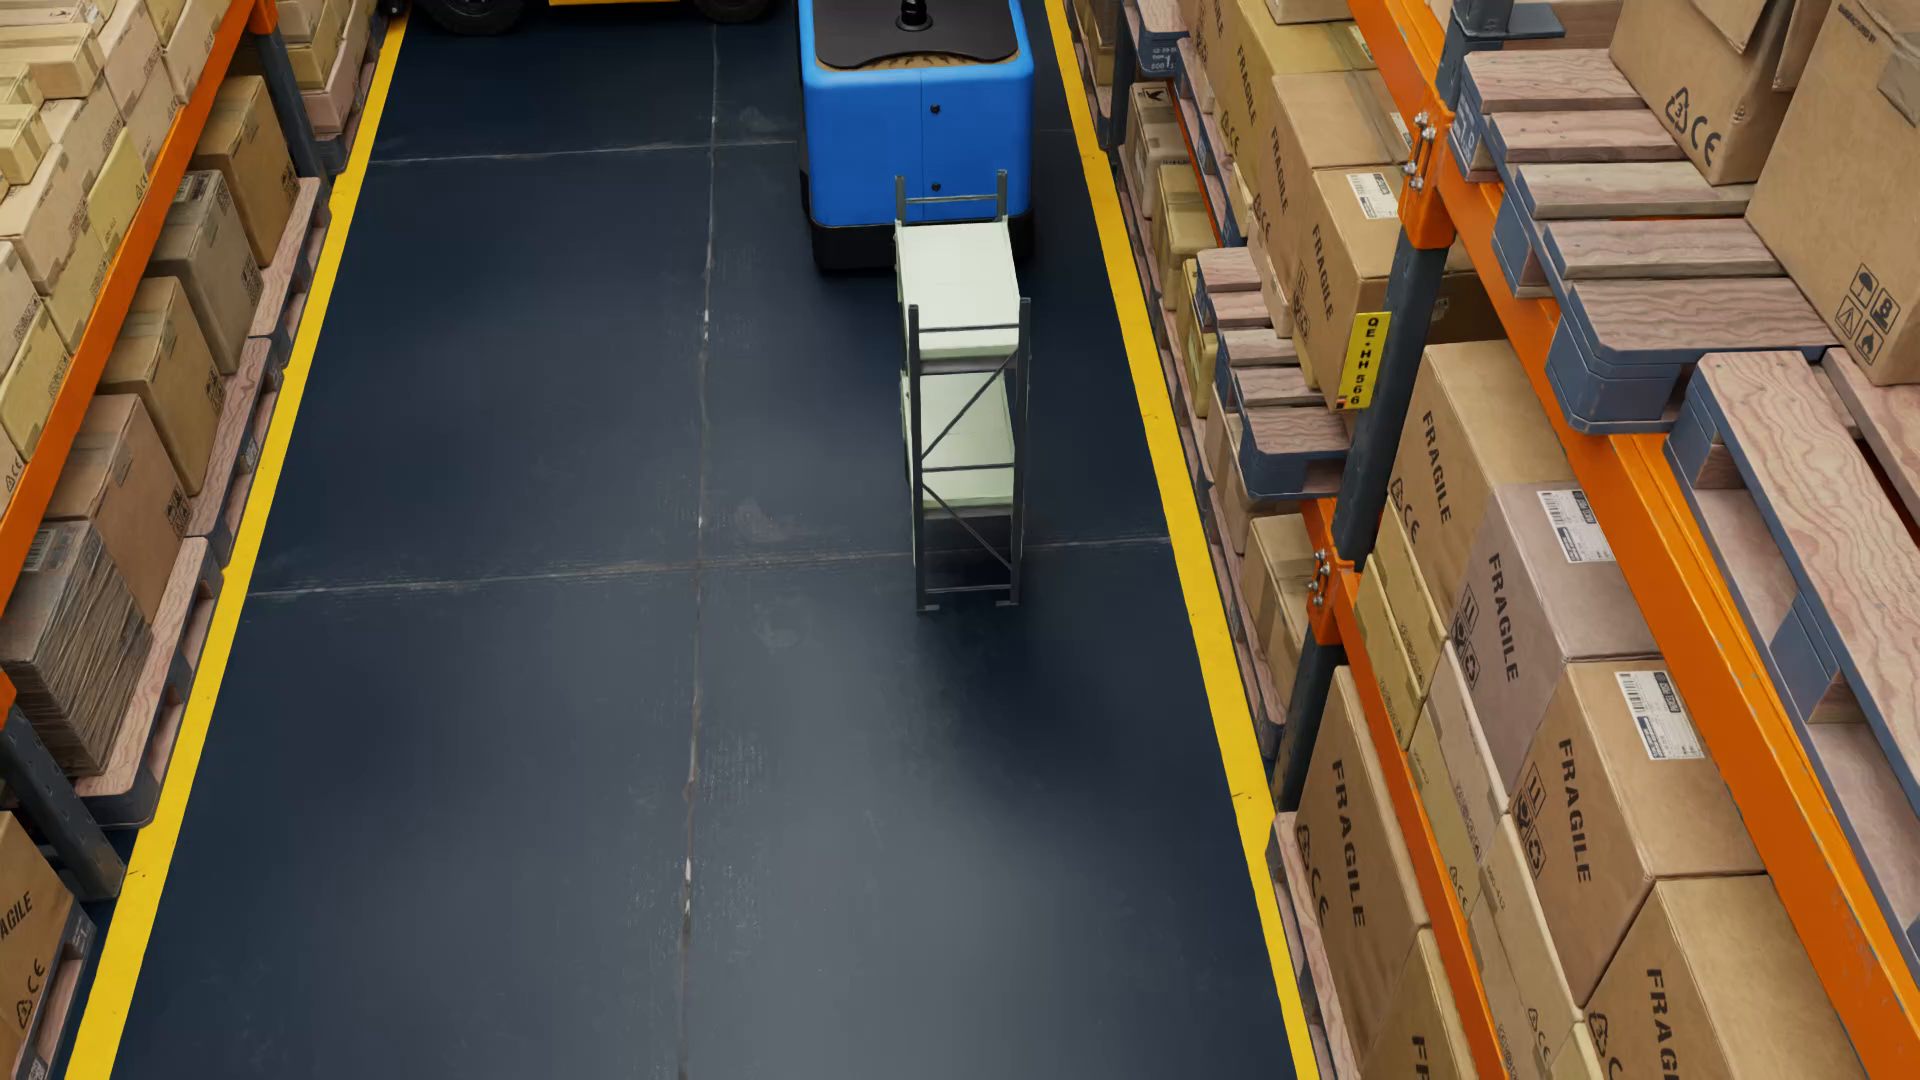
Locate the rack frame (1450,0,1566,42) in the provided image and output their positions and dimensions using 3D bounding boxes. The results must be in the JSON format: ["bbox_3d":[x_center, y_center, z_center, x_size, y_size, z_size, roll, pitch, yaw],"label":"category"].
[{"bbox_3d":[1.606,-2.202,2.638,1.000,3.000,0.127,-3,47,-3],"label":"rack frame"}]

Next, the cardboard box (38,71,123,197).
[{"bbox_3d":[-3.269,-1.401,5.770,0.500,0.250,0.500,-3,47,-3],"label":"cardboard box"}]

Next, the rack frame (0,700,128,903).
[{"bbox_3d":[-3.340,0.165,4.528,1.000,3.000,0.127,-3,47,-3],"label":"rack frame"}]

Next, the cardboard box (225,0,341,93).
[{"bbox_3d":[-3.408,-2.468,8.282,0.500,0.250,0.500,-4,47,-3],"label":"cardboard box"}]

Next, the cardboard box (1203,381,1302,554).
[{"bbox_3d":[1.498,-0.323,6.510,0.950,0.372,0.625,-4,47,-4],"label":"cardboard box"}]

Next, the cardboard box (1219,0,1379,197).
[{"bbox_3d":[1.193,-1.471,5.514,0.500,0.500,0.500,-6,47,-6],"label":"cardboard box"}]

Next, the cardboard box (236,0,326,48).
[{"bbox_3d":[-3.403,-2.641,8.101,0.500,0.250,0.500,-4,47,-4],"label":"cardboard box"}]

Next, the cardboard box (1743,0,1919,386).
[{"bbox_3d":[1.878,-0.645,2.871,0.700,0.500,0.500,-6,47,-5],"label":"cardboard box"}]

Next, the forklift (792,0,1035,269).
[{"bbox_3d":[-0.311,-3.362,7.915,1.130,2.935,3.031,-4,47,-4],"label":"forklift"}]

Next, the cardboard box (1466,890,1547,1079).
[{"bbox_3d":[1.495,1.032,3.810,0.500,0.250,0.500,-2,47,-2],"label":"cardboard box"}]

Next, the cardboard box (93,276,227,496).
[{"bbox_3d":[-3.498,-0.574,6.574,0.875,0.625,0.625,-5,47,-5],"label":"cardboard box"}]

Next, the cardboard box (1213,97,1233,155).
[{"bbox_3d":[1.135,-1.536,6.023,0.380,0.149,0.250,-5,47,-5],"label":"cardboard box"}]

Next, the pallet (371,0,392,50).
[{"bbox_3d":[-3.805,-3.233,9.666,1.003,0.211,1.213,-3,47,-3],"label":"pallet"}]

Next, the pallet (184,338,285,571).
[{"bbox_3d":[-3.469,-0.355,6.940,1.003,0.211,1.213,-3,47,-3],"label":"pallet"}]

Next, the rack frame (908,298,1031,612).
[{"bbox_3d":[0.030,-0.256,5.959,0.400,1.500,0.023,-3,47,-3],"label":"rack frame"}]

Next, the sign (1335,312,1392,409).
[{"bbox_3d":[1.066,-0.470,4.387,0.100,0.325,0.005,-3,47,-3],"label":"sign"}]

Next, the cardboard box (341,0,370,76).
[{"bbox_3d":[-3.444,-2.664,8.812,0.500,0.250,0.500,-4,47,-4],"label":"cardboard box"}]

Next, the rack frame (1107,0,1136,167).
[{"bbox_3d":[1.271,-3.033,7.557,1.000,3.000,0.127,-3,47,-3],"label":"rack frame"}]

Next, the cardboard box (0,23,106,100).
[{"bbox_3d":[-3.189,-1.643,5.724,0.380,0.149,0.250,-5,47,-4],"label":"cardboard box"}]

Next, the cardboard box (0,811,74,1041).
[{"bbox_3d":[-3.091,1.173,5.005,0.500,0.500,0.500,-2,47,-2],"label":"cardboard box"}]

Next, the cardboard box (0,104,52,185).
[{"bbox_3d":[-3.192,-1.274,5.375,0.380,0.149,0.250,-3,47,-2],"label":"cardboard box"}]

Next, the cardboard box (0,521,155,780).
[{"bbox_3d":[-3.379,0.385,5.665,0.875,0.625,0.625,-2,47,-2],"label":"cardboard box"}]

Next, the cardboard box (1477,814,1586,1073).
[{"bbox_3d":[1.473,0.857,3.631,0.500,0.250,0.500,-4,47,-3],"label":"cardboard box"}]

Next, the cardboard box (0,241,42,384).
[{"bbox_3d":[-3.175,-0.653,5.062,0.500,0.250,0.500,-2,47,-2],"label":"cardboard box"}]

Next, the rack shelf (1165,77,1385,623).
[{"bbox_3d":[1.438,-1.339,6.448,1.077,0.370,4.000,-3,47,-3],"label":"rack shelf"}]

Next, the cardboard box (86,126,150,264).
[{"bbox_3d":[-3.263,-1.231,5.953,0.500,0.250,0.500,-2,47,-2],"label":"cardboard box"}]

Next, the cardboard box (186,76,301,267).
[{"bbox_3d":[-3.620,-1.680,7.621,0.875,0.625,0.625,-2,47,-2],"label":"cardboard box"}]

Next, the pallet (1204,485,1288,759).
[{"bbox_3d":[1.542,0.254,6.364,1.003,0.211,1.213,-3,47,-3],"label":"pallet"}]

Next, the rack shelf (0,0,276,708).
[{"bbox_3d":[-3.508,-1.034,6.159,1.077,0.370,4.000,-3,47,-3],"label":"rack shelf"}]

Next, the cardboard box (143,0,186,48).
[{"bbox_3d":[-3.329,-2.138,6.468,0.500,0.250,0.500,-5,47,-4],"label":"cardboard box"}]

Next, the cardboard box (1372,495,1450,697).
[{"bbox_3d":[1.402,0.122,4.327,0.500,0.250,0.500,-4,47,-4],"label":"cardboard box"}]

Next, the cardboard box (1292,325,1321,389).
[{"bbox_3d":[1.249,-0.610,5.145,0.380,0.149,0.250,-3,47,-3],"label":"cardboard box"}]

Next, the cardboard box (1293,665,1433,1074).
[{"bbox_3d":[1.581,0.952,4.957,0.875,0.875,0.875,-4,47,-4],"label":"cardboard box"}]

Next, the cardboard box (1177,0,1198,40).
[{"bbox_3d":[1.094,-2.237,6.239,0.500,0.500,0.500,-4,47,-4],"label":"cardboard box"}]

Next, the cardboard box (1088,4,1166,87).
[{"bbox_3d":[0.953,-2.644,8.792,0.500,0.250,0.500,-2,47,-1],"label":"cardboard box"}]

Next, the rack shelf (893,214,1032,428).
[{"bbox_3d":[-0.001,-0.789,5.927,0.431,0.370,0.720,-3,47,-3],"label":"rack shelf"}]

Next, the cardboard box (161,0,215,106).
[{"bbox_3d":[-3.325,-1.965,6.648,0.500,0.250,0.500,-4,47,-4],"label":"cardboard box"}]

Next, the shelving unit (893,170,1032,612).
[{"bbox_3d":[-0.001,-0.521,6.210,0.431,1.500,0.755,-3,47,-3],"label":"shelving unit"}]

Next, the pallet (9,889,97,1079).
[{"bbox_3d":[-3.316,1.667,5.026,1.003,0.211,1.213,-3,47,-3],"label":"pallet"}]

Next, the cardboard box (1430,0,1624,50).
[{"bbox_3d":[1.370,-1.299,4.022,0.380,0.149,0.250,-3,47,-3],"label":"cardboard box"}]

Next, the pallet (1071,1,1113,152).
[{"bbox_3d":[1.179,-2.558,9.027,1.003,0.211,1.213,-3,47,-3],"label":"pallet"}]

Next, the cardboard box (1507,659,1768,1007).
[{"bbox_3d":[1.482,0.588,3.370,0.500,0.500,0.500,-2,47,-2],"label":"cardboard box"}]

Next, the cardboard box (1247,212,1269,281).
[{"bbox_3d":[1.170,-0.972,5.488,0.380,0.149,0.250,-5,47,-5],"label":"cardboard box"}]

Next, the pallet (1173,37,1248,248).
[{"bbox_3d":[1.399,-1.503,6.240,1.003,0.211,1.213,-3,47,-3],"label":"pallet"}]

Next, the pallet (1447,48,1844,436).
[{"bbox_3d":[1.712,-0.643,3.357,1.213,0.211,1.003,-2,47,-1],"label":"pallet"}]

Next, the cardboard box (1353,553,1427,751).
[{"bbox_3d":[1.396,0.282,4.521,0.500,0.250,0.500,-4,47,-4],"label":"cardboard box"}]

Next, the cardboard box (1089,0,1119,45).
[{"bbox_3d":[0.954,-2.902,8.520,0.500,0.500,0.500,-4,47,-4],"label":"cardboard box"}]

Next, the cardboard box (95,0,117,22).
[{"bbox_3d":[-3.304,-2.011,6.073,0.380,0.149,0.250,-4,47,-4],"label":"cardboard box"}]

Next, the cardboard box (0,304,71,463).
[{"bbox_3d":[-3.171,-0.483,5.245,0.500,0.250,0.500,-4,47,-4],"label":"cardboard box"}]

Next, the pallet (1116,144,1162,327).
[{"bbox_3d":[1.337,-1.511,8.036,1.003,0.211,1.213,-3,47,-3],"label":"pallet"}]

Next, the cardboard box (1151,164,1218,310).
[{"bbox_3d":[1.381,-1.375,7.507,0.950,0.372,0.625,-1,47,-1],"label":"cardboard box"}]

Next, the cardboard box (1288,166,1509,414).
[{"bbox_3d":[1.291,-0.732,4.815,0.500,0.500,0.500,-5,47,-4],"label":"cardboard box"}]

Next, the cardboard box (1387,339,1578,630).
[{"bbox_3d":[1.403,-0.146,4.065,0.500,0.500,0.500,-5,47,-5],"label":"cardboard box"}]

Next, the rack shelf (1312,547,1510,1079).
[{"bbox_3d":[1.773,1.555,3.707,1.077,0.370,4.000,-3,47,-3],"label":"rack shelf"}]
